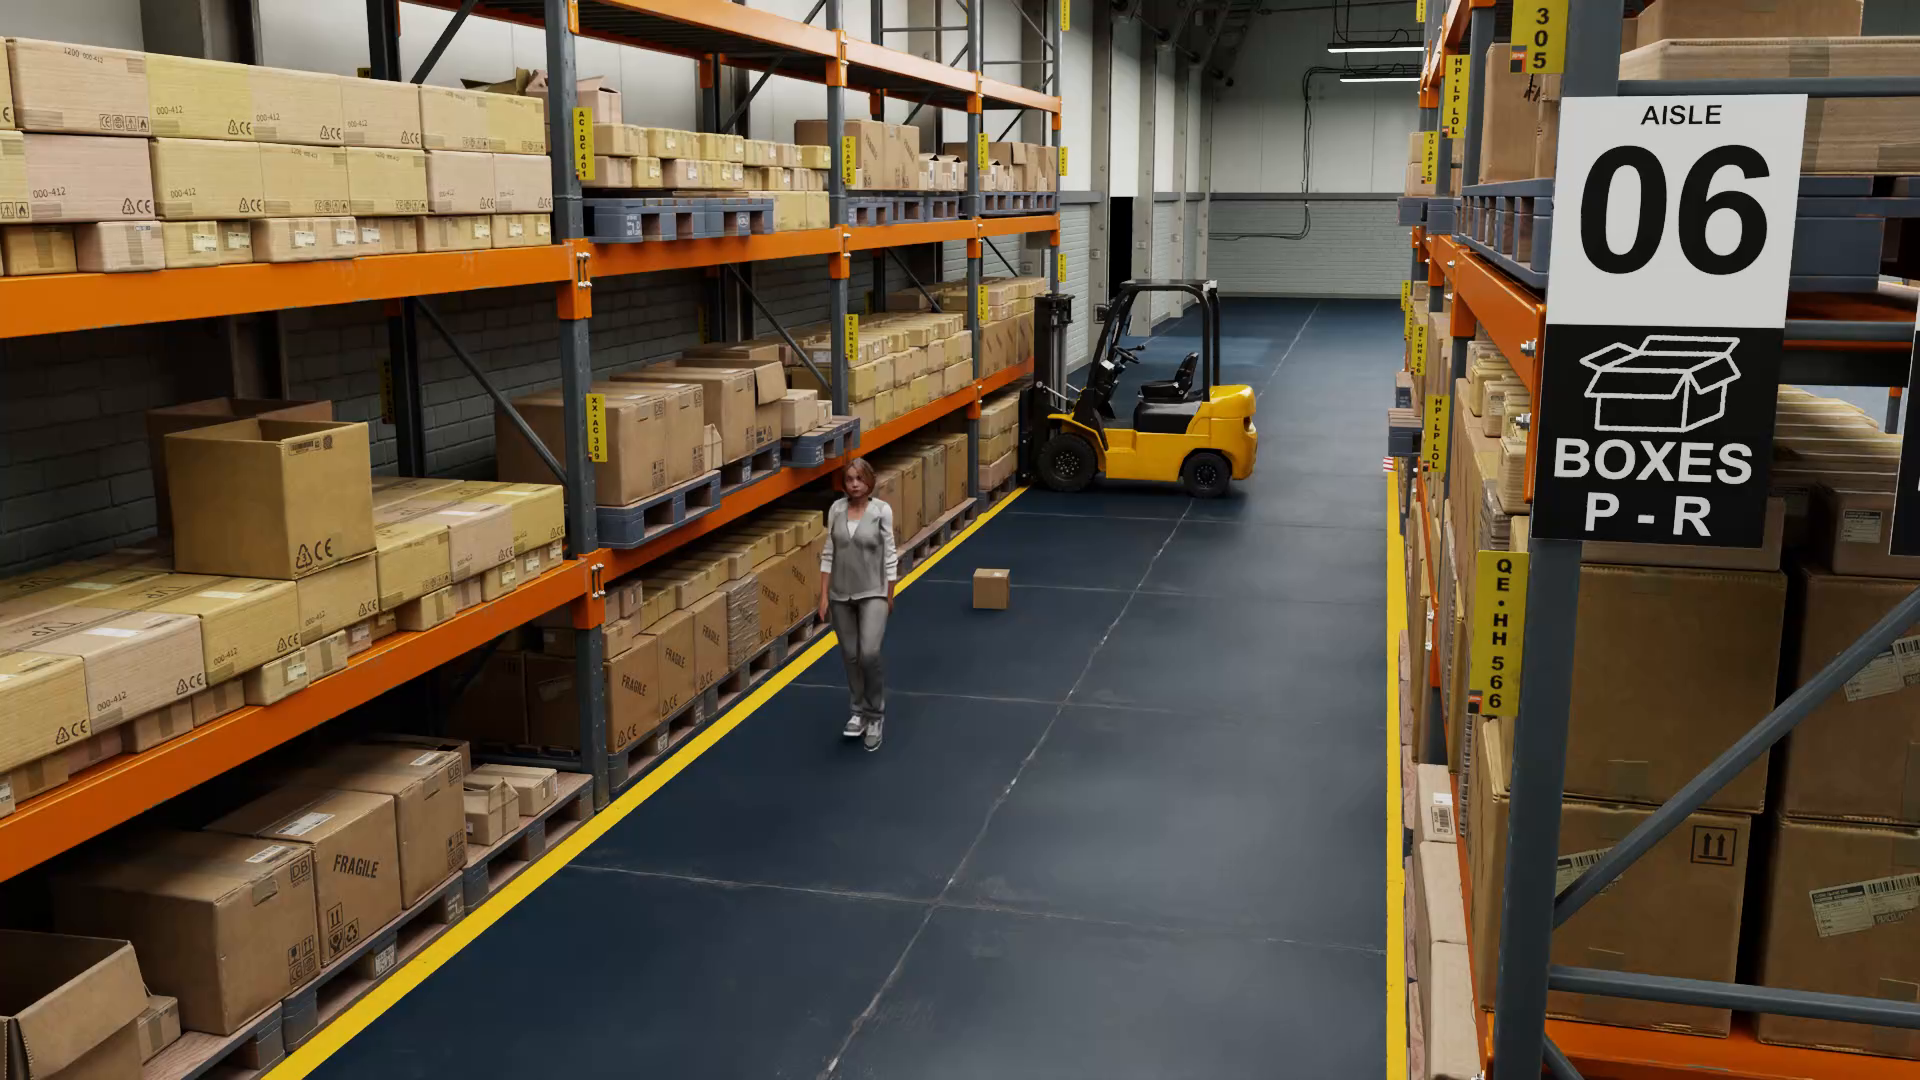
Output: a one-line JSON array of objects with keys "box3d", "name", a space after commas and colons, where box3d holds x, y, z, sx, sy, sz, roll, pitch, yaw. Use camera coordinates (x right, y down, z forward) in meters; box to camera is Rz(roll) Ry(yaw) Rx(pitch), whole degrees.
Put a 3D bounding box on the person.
[{"box3d": [-0.570, 0.352, 9.251, 0.412, 1.629, 0.446, 3, 12, 16], "name": "person"}]
